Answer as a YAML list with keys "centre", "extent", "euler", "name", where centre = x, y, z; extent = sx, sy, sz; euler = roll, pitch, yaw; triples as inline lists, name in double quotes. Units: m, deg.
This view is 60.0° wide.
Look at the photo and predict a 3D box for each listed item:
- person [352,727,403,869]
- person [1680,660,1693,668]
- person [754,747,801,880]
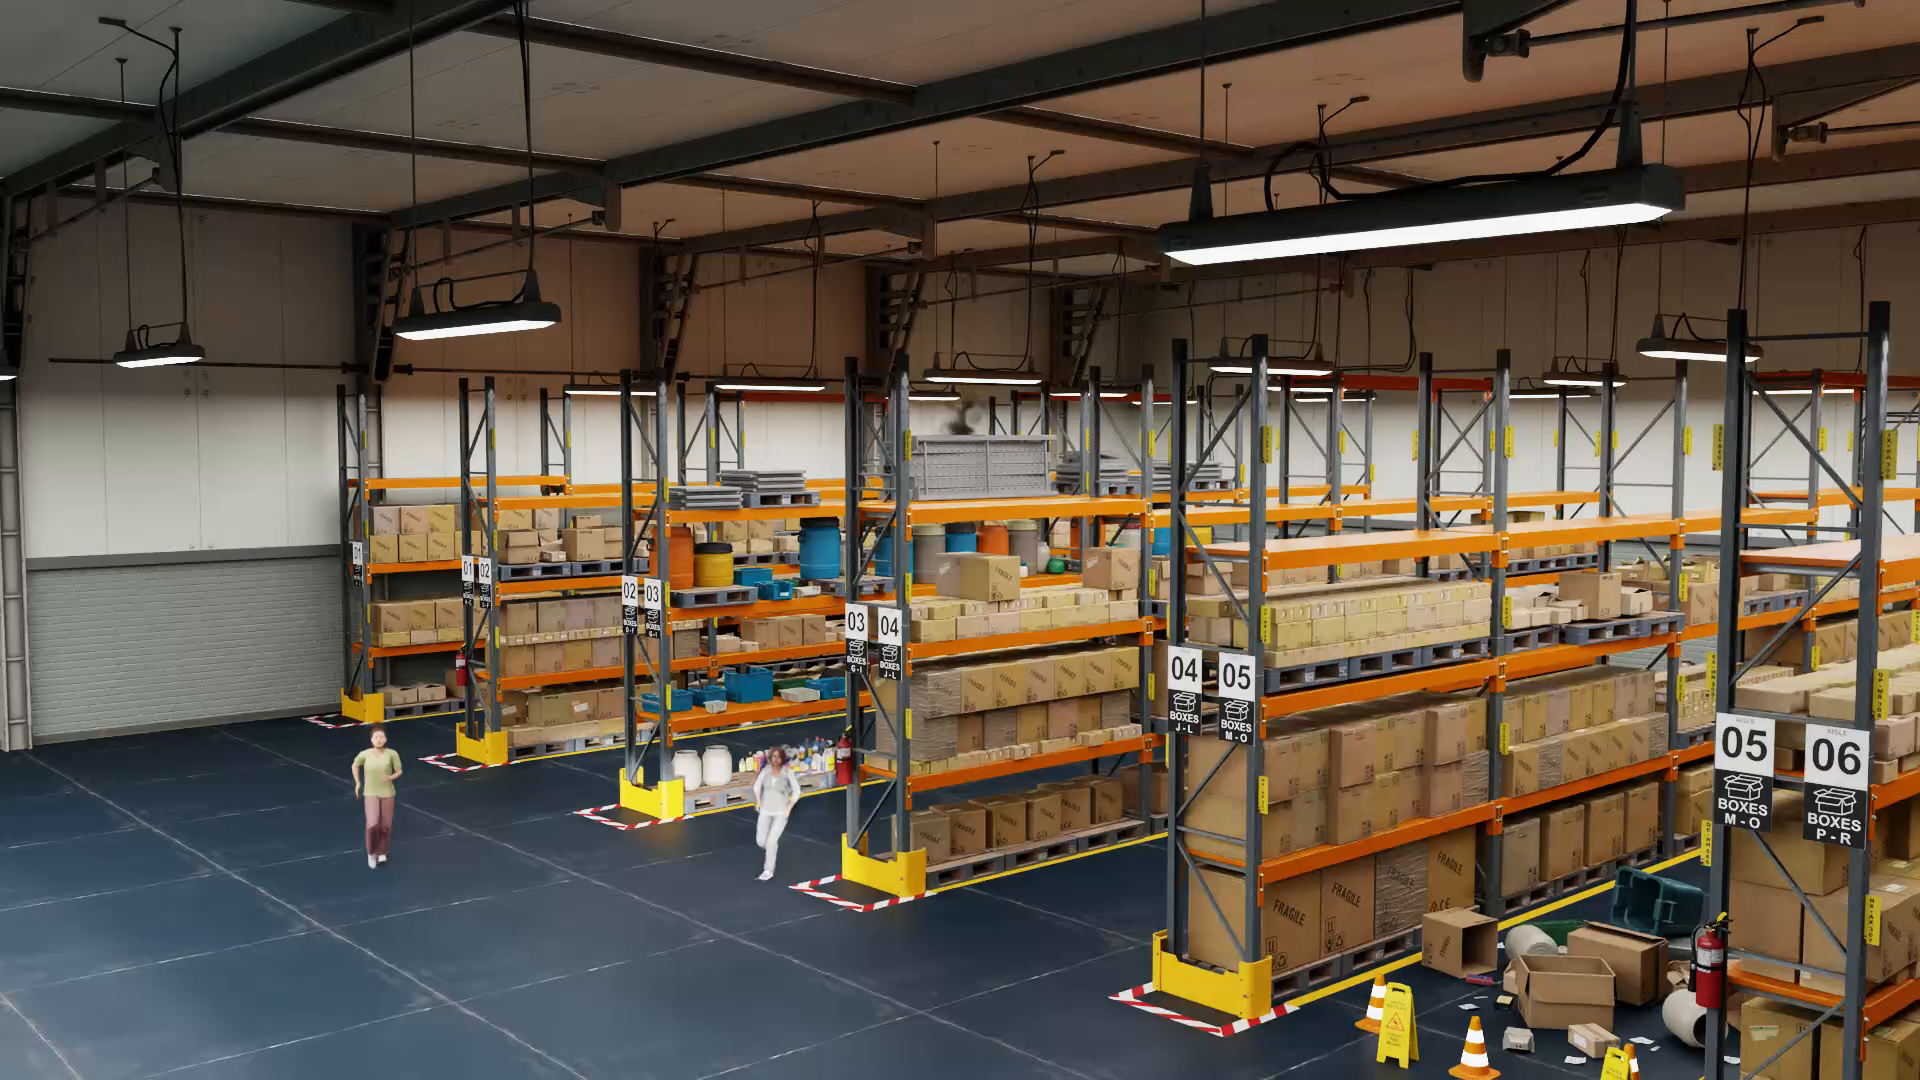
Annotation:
- centre: [-6.861, 3.038, 19.632]
  extent: [0.549, 1.659, 0.656]
  euler: [-2, 4, -24]
  name: "person"
- centre: [10.985, 2.647, 25.230]
  extent: [0.956, 1.667, 0.559]
  euler: [-3, 5, -40]
  name: "person"
- centre: [-2.114, 3.137, 19.231]
  extent: [0.569, 1.532, 0.513]
  euler: [1, 4, 12]
  name: "person"
